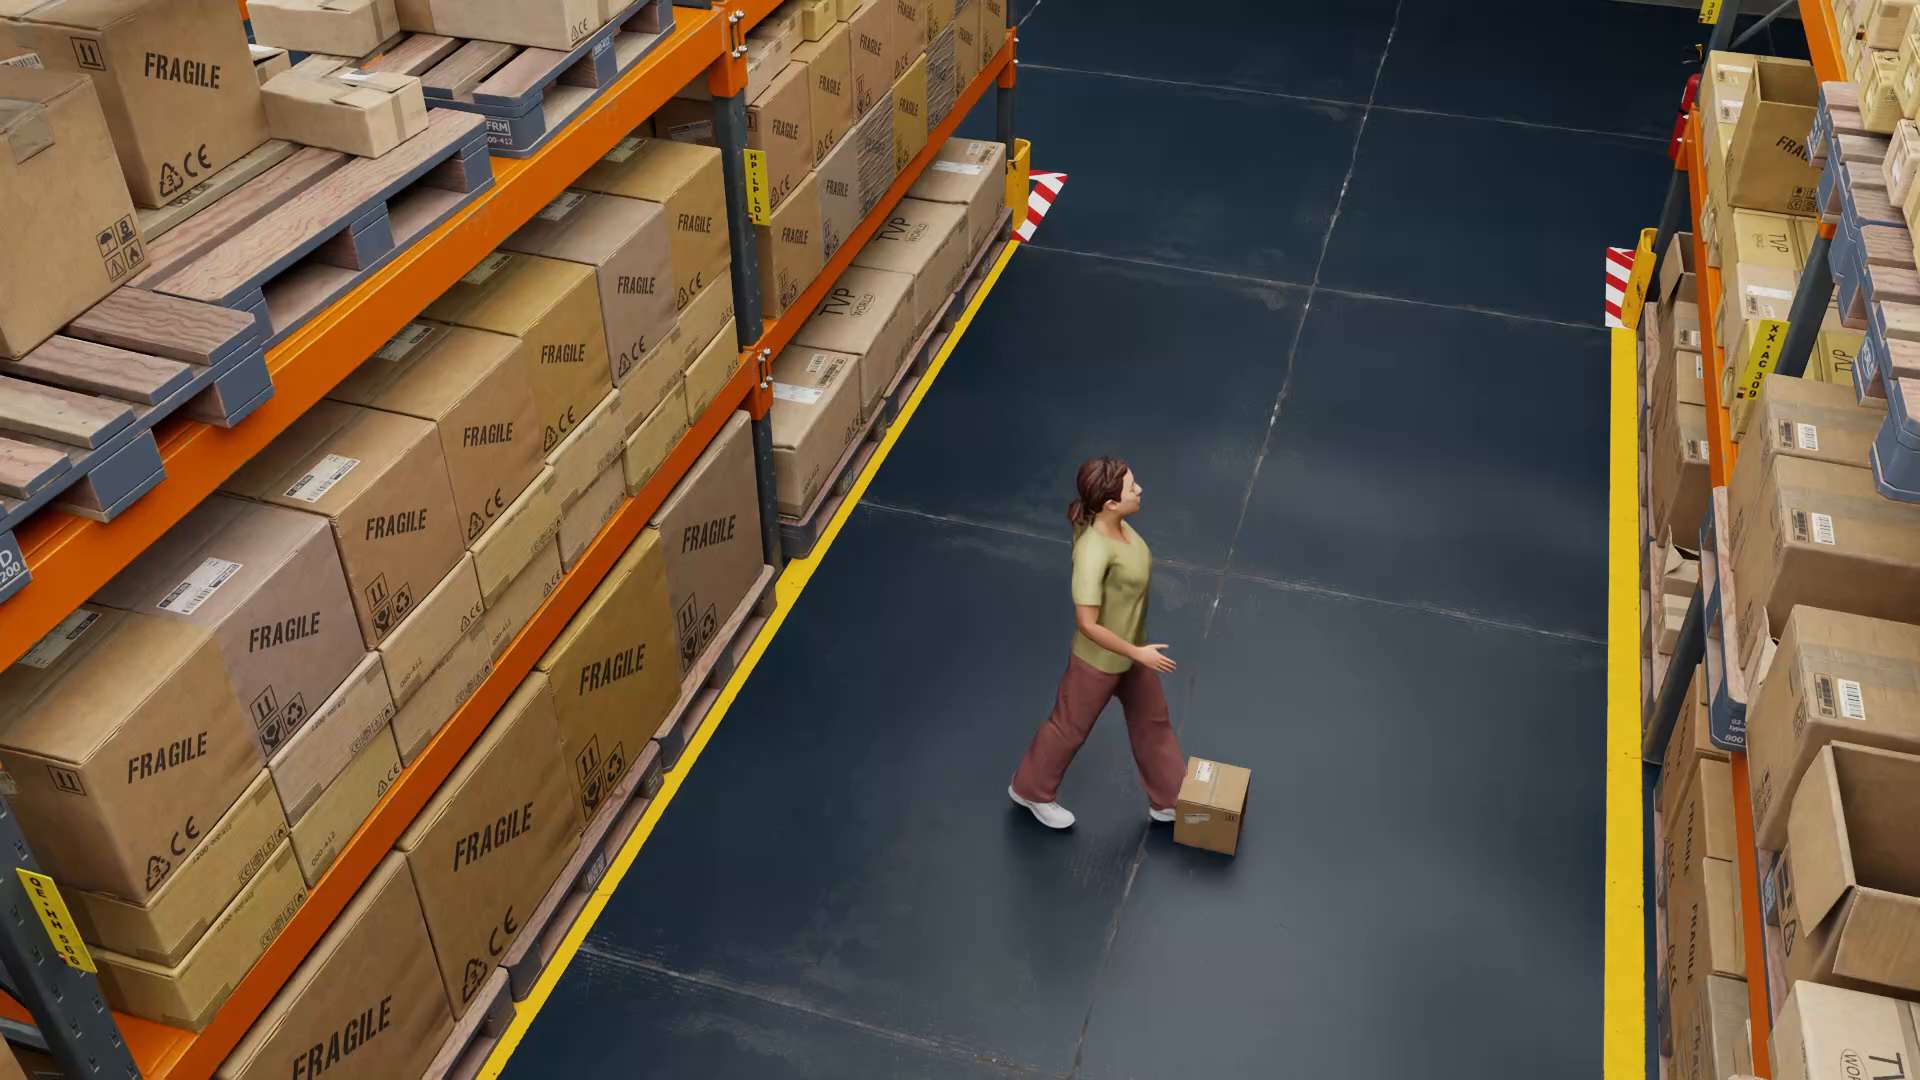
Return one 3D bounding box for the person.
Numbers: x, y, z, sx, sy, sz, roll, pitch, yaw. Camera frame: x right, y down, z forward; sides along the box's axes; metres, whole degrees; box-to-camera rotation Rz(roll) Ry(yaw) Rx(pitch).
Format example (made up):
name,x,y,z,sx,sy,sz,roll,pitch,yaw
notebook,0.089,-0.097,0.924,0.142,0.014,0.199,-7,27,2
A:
name,x,y,z,sx,sy,sz,roll,pitch,yaw
person,0.659,0.431,6.325,0.868,1.645,0.551,15,40,19
